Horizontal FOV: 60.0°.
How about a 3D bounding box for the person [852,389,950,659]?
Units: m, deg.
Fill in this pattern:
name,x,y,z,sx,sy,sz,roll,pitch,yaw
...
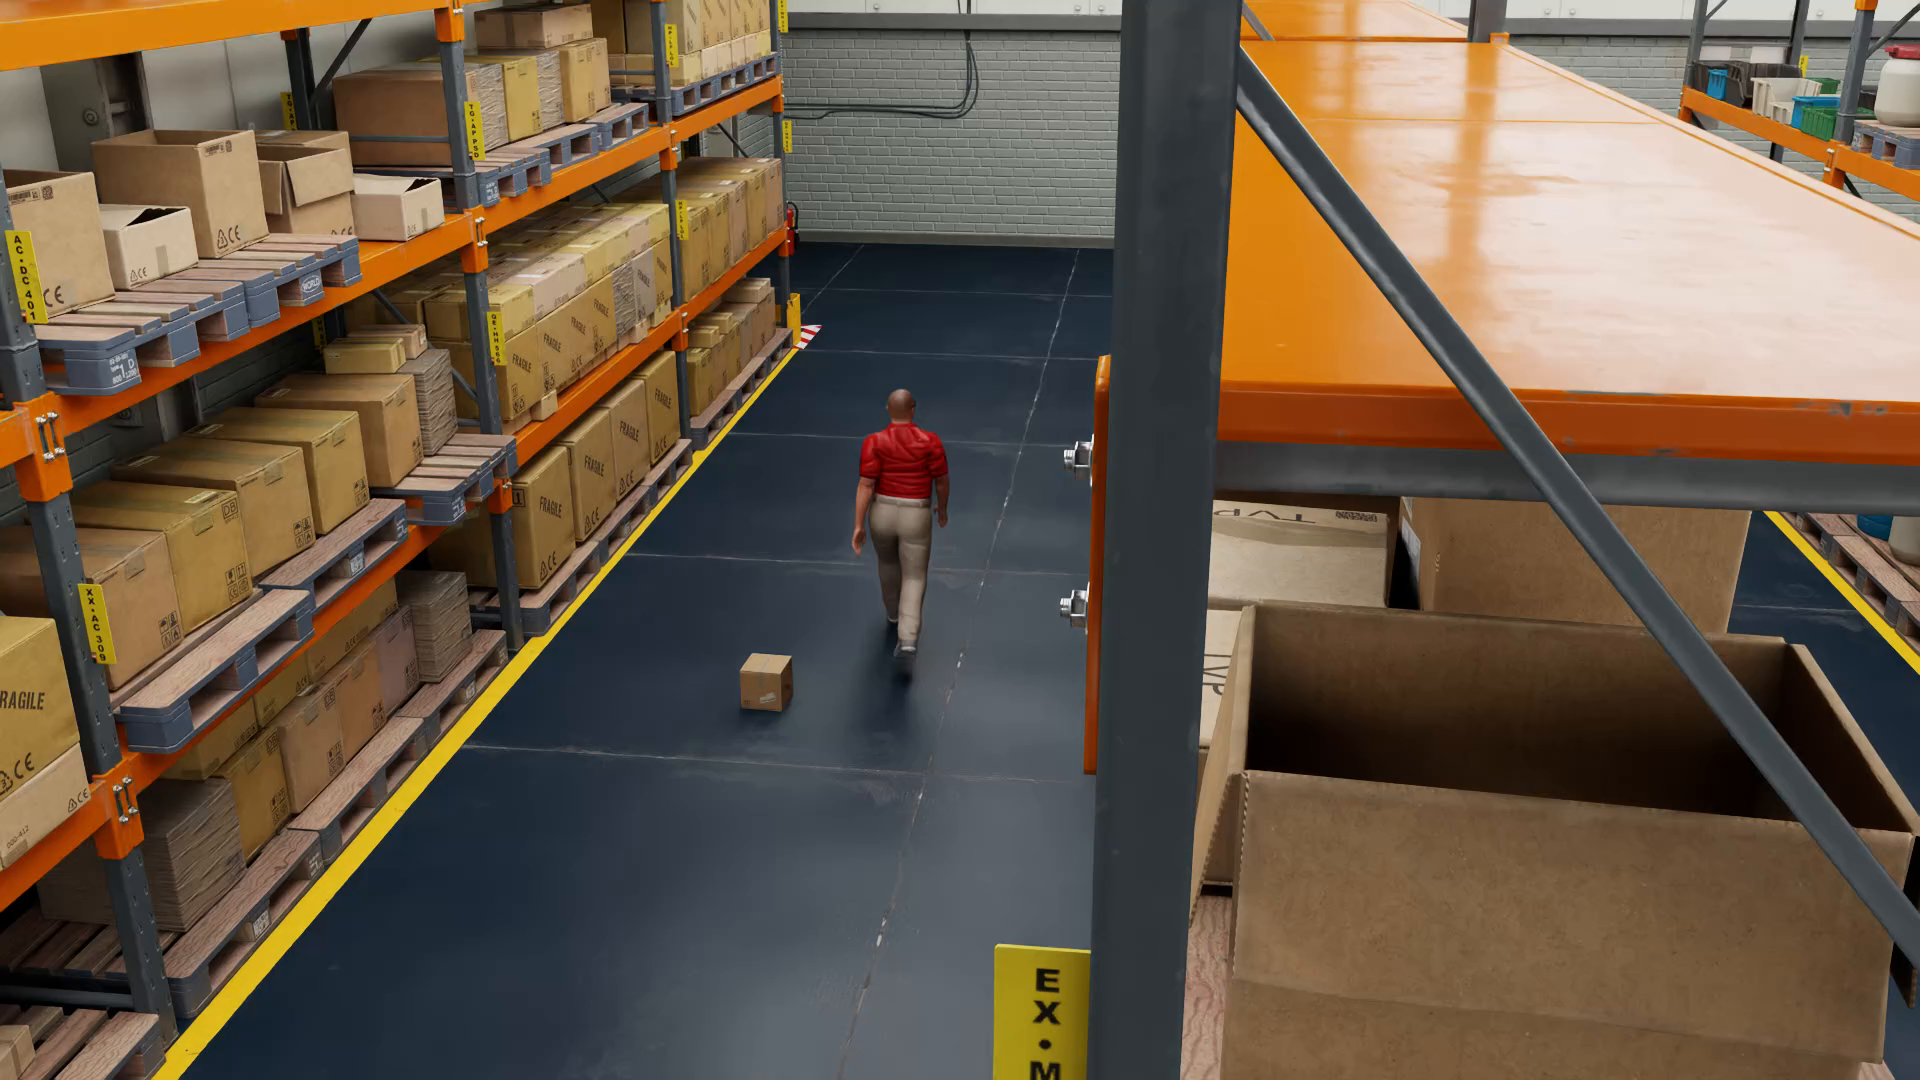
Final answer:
name,x,y,z,sx,sy,sz,roll,pitch,yaw
person,-0.362,-0.131,10.489,0.578,1.662,1.115,3,21,7
